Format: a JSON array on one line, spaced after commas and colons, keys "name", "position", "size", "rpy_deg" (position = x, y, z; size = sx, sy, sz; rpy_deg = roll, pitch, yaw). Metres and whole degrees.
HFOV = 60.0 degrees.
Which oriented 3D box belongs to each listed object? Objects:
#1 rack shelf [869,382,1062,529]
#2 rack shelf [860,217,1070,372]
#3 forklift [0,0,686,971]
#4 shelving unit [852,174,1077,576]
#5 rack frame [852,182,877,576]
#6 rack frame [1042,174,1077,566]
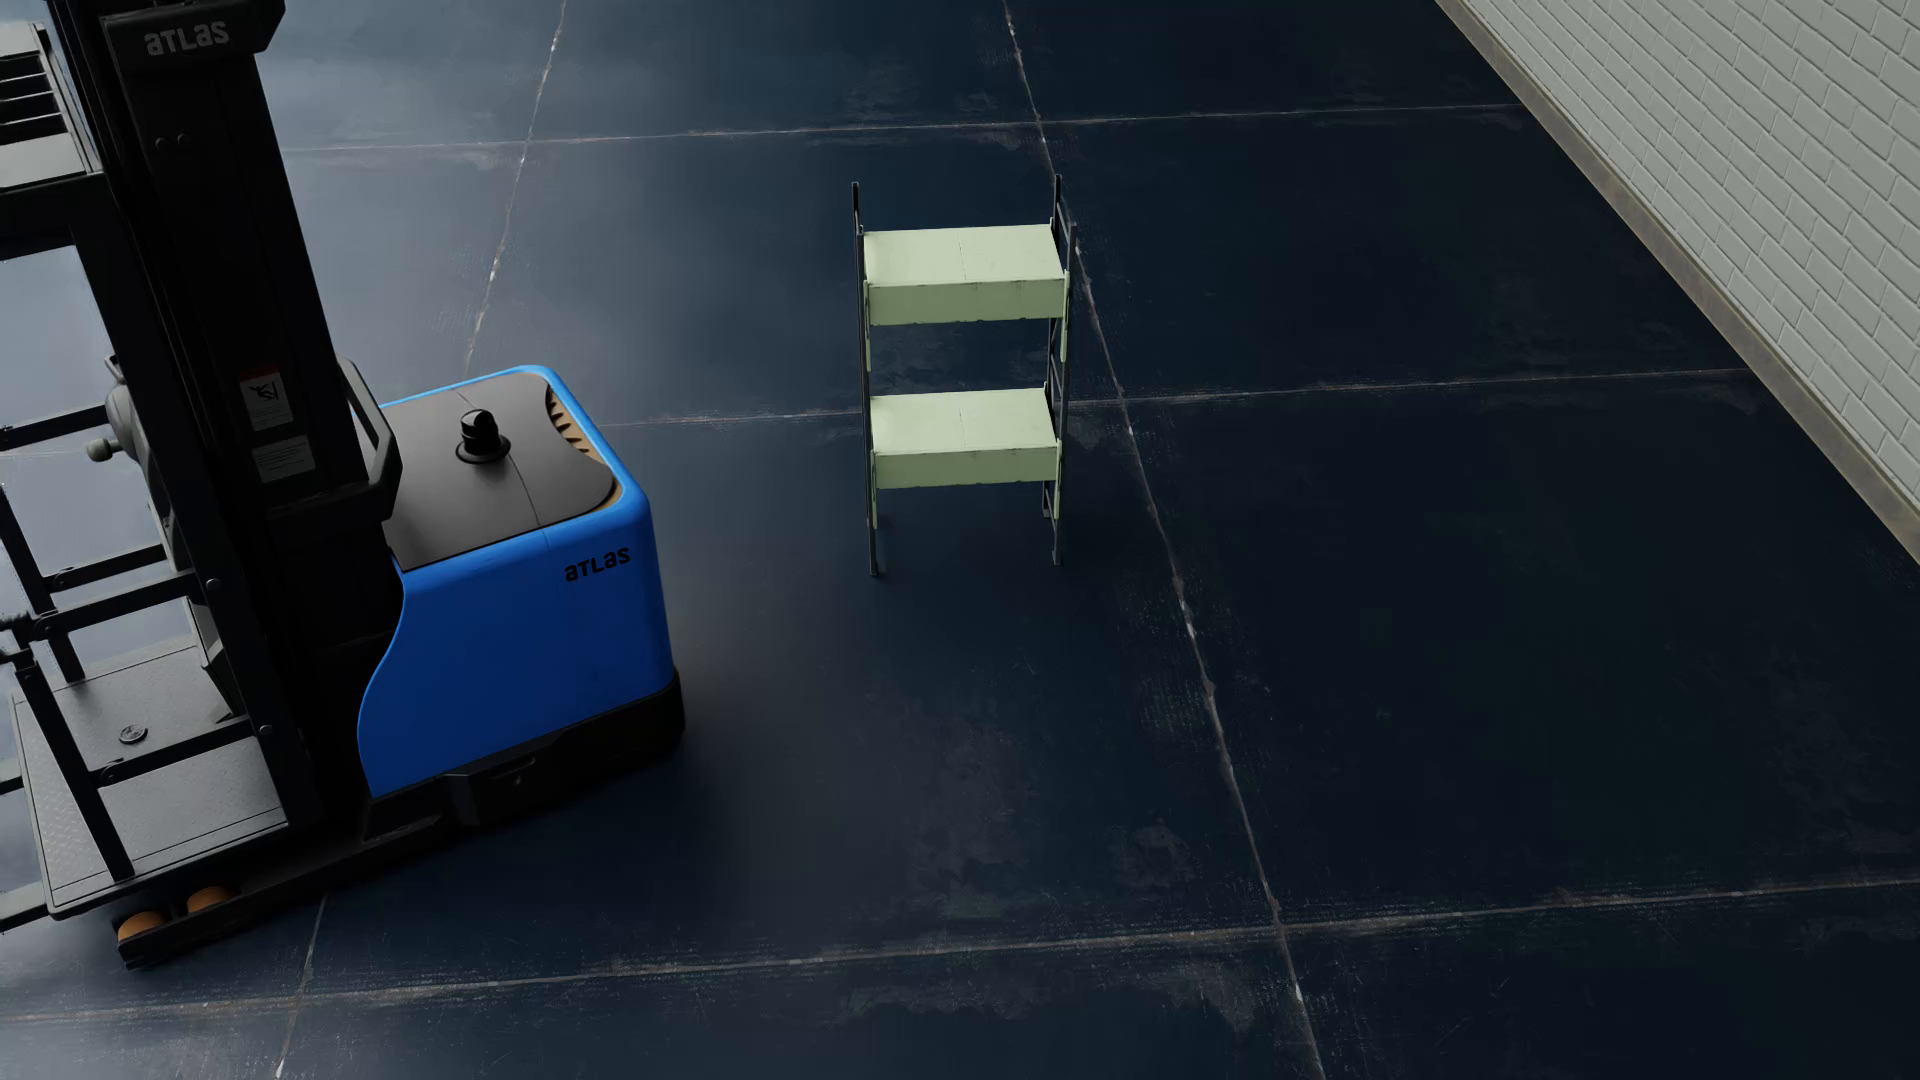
[{"name": "rack shelf", "position": [0.007, -0.333, 6.488], "size": [0.720, 0.370, 0.431], "rpy_deg": [-3, 38, -4]}, {"name": "rack shelf", "position": [0.007, -0.896, 6.044], "size": [0.720, 0.370, 0.431], "rpy_deg": [-3, 38, -4]}, {"name": "forklift", "position": [-2.492, -0.225, 4.669], "size": [3.031, 2.935, 1.130], "rpy_deg": [-20, 42, -23]}, {"name": "shelving unit", "position": [0.007, -0.589, 6.286], "size": [0.755, 1.500, 0.431], "rpy_deg": [-3, 38, -4]}, {"name": "rack frame", "position": [-0.358, -0.569, 6.260], "size": [0.023, 1.500, 0.400], "rpy_deg": [-3, 38, -4]}, {"name": "rack frame", "position": [0.371, -0.609, 6.311], "size": [0.023, 1.500, 0.400], "rpy_deg": [-3, 38, -4]}]
